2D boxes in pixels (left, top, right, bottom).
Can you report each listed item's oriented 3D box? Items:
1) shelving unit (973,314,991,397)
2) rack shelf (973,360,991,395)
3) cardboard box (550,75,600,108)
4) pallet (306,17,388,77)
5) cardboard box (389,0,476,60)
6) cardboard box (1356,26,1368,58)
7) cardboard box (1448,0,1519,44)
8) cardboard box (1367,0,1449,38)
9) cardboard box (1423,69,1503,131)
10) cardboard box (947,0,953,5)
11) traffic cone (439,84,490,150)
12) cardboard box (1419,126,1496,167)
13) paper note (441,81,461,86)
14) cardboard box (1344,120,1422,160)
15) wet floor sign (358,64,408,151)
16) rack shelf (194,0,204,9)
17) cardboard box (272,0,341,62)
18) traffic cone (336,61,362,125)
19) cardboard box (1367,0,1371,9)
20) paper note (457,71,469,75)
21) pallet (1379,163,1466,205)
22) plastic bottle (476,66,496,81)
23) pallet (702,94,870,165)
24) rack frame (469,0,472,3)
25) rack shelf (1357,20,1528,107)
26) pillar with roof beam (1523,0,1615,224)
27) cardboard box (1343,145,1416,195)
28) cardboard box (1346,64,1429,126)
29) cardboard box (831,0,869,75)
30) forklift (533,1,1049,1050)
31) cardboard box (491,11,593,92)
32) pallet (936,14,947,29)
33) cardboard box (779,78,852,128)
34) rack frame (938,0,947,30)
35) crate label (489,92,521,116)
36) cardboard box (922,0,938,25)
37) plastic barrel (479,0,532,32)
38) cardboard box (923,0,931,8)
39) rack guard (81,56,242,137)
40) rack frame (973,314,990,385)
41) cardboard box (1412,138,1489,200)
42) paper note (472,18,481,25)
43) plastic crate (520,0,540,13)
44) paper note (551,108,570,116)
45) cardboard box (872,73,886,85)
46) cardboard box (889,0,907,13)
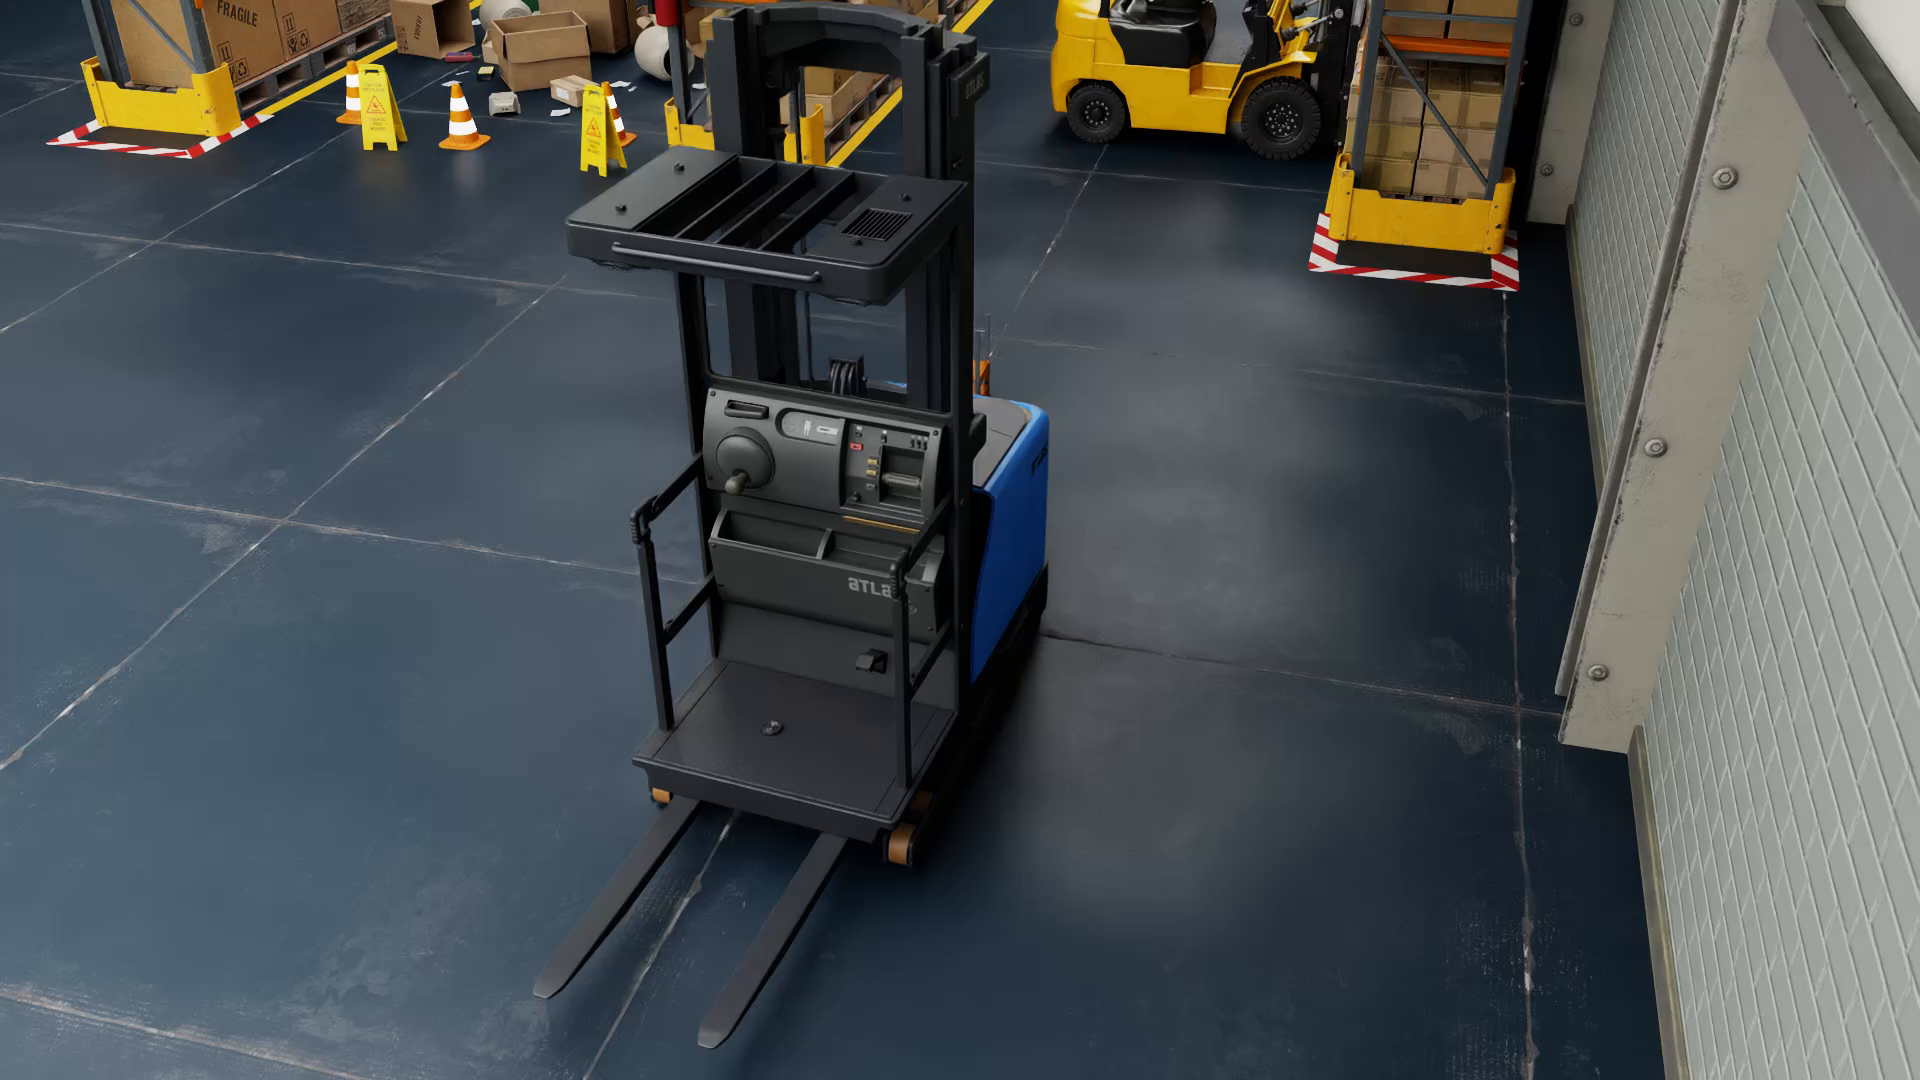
[{"bbox_3d":[-0.004,-0.499,7.916,0.258,1.200,0.189,8,33,12],"label":"shelving unit"},{"bbox_3d":[-0.004,-0.765,7.747,0.258,0.103,0.180,8,33,12],"label":"rack shelf"},{"bbox_3d":[-3.258,-3.804,14.095,0.380,0.149,0.250,28,42,36],"label":"cardboard box"},{"bbox_3d":[-6.011,-4.554,15.216,1.003,0.211,1.213,8,33,12],"label":"pallet"},{"bbox_3d":[-4.836,-4.750,15.254,0.500,0.500,0.500,14,35,21],"label":"cardboard box"},{"bbox_3d":[3.223,-3.628,12.400,0.500,0.250,0.500,8,33,13],"label":"cardboard box"},{"bbox_3d":[3.560,-3.640,11.086,0.500,0.500,0.500,9,34,14],"label":"cardboard box"},{"bbox_3d":[3.037,-3.712,11.199,0.500,0.500,0.500,7,33,11],"label":"cardboard box"},{"bbox_3d":[3.471,-3.041,11.477,0.500,0.250,0.500,8,33,12],"label":"cardboard box"},{"bbox_3d":[-0.491,-5.469,16.114,0.950,0.372,0.625,8,33,13],"label":"cardboard box"},{"bbox_3d":[-3.935,-3.355,13.096,0.336,0.463,0.334,8,33,12],"label":"traffic cone"},{"bbox_3d":[3.486,-2.822,11.599,0.500,0.250,0.500,9,33,13],"label":"cardboard box"},{"bbox_3d":[-4.420,-3.981,14.485,0.144,0.017,0.142,20,38,29],"label":"paper note"},{"bbox_3d":[2.987,-2.901,11.724,0.500,0.250,0.500,8,33,12],"label":"cardboard box"},{"bbox_3d":[-4.542,-3.396,12.990,0.267,0.644,0.232,3,33,4],"label":"wet floor sign"},{"bbox_3d":[-5.942,-5.408,14.632,1.077,0.370,4.000,8,33,12],"label":"rack shelf"},{"bbox_3d":[-6.121,-4.772,14.550,0.875,0.875,0.875,8,33,12],"label":"cardboard box"},{"bbox_3d":[-4.942,-3.685,13.616,0.336,0.463,0.334,8,33,12],"label":"traffic cone"},{"bbox_3d":[3.500,-4.161,13.239,0.500,0.250,0.500,9,34,14],"label":"cardboard box"},{"bbox_3d":[-4.416,-4.147,14.764,0.032,0.001,0.123,28,42,36],"label":"paper note"},{"bbox_3d":[3.319,-2.604,12.150,1.003,0.211,1.213,8,33,12],"label":"pallet"},{"bbox_3d":[-4.184,-4.132,14.693,0.133,0.061,0.283,-3,33,-4],"label":"plastic bottle"},{"bbox_3d":[-1.377,-3.332,13.294,1.003,0.211,1.213,8,33,12],"label":"pallet"},{"bbox_3d":[-5.435,-6.749,16.071,1.000,3.000,0.127,8,33,12],"label":"rack frame"},{"bbox_3d":[3.673,-4.113,12.594,1.077,0.370,4.000,8,33,12],"label":"rack shelf"},{"bbox_3d":[0.050,-6.735,10.456,9.100,9.000,0.400,8,33,12],"label":"pillar with roof beam"},{"bbox_3d":[2.979,-2.682,11.845,0.500,0.250,0.500,8,33,13],"label":"cardboard box"},{"bbox_3d":[2.981,-3.099,11.568,0.500,0.250,0.500,9,34,14],"label":"cardboard box"},{"bbox_3d":[-1.030,-4.051,13.299,0.500,0.500,0.500,7,33,11],"label":"cardboard box"},{"bbox_3d":[-0.580,-0.253,5.917,1.130,2.935,3.031,11,34,17],"label":"forklift"},{"bbox_3d":[-3.639,-4.255,14.474,0.797,0.503,0.637,-14,35,-21],"label":"cardboard box"},{"bbox_3d":[-0.758,-4.598,15.286,1.003,0.211,1.213,8,33,12],"label":"pallet"},{"bbox_3d":[-1.164,-3.450,13.053,0.500,0.250,0.500,8,33,12],"label":"cardboard box"},{"bbox_3d":[-0.621,-6.128,15.093,1.000,3.000,0.127,8,33,12],"label":"rack frame"},{"bbox_3d":[-3.795,-3.634,13.839,0.250,0.136,0.298,-8,33,-13],"label":"crate label"},{"bbox_3d":[-0.511,-4.801,15.178,0.500,0.250,0.500,10,34,15],"label":"cardboard box"},{"bbox_3d":[-4.239,-4.865,15.508,0.421,0.421,0.512,-21,38,-29],"label":"plastic barrel"},{"bbox_3d":[-0.512,-5.118,14.977,0.500,0.500,0.500,8,33,12],"label":"cardboard box"},{"bbox_3d":[-6.456,-3.606,13.457,1.175,0.500,0.348,8,33,12],"label":"rack guard"},{"bbox_3d":[0.020,-0.546,7.991,0.240,1.200,0.006,8,33,12],"label":"rack frame"},{"bbox_3d":[3.480,-2.624,11.752,0.500,0.250,0.500,8,33,13],"label":"cardboard box"},{"bbox_3d":[-4.730,-5.025,16.125,0.147,0.020,0.142,-14,35,-21],"label":"paper note"},{"bbox_3d":[-4.212,-5.319,16.388,0.662,0.188,0.450,-28,32,-37],"label":"plastic crate"},{"bbox_3d":[-3.322,-3.561,13.823,0.148,0.019,0.142,-3,33,-4],"label":"paper note"},{"bbox_3d":[-0.901,-3.999,13.916,0.500,0.250,0.500,10,34,16],"label":"cardboard box"},{"bbox_3d":[-0.768,-4.589,14.145,0.500,0.500,0.500,10,34,15],"label":"cardboard box"}]
